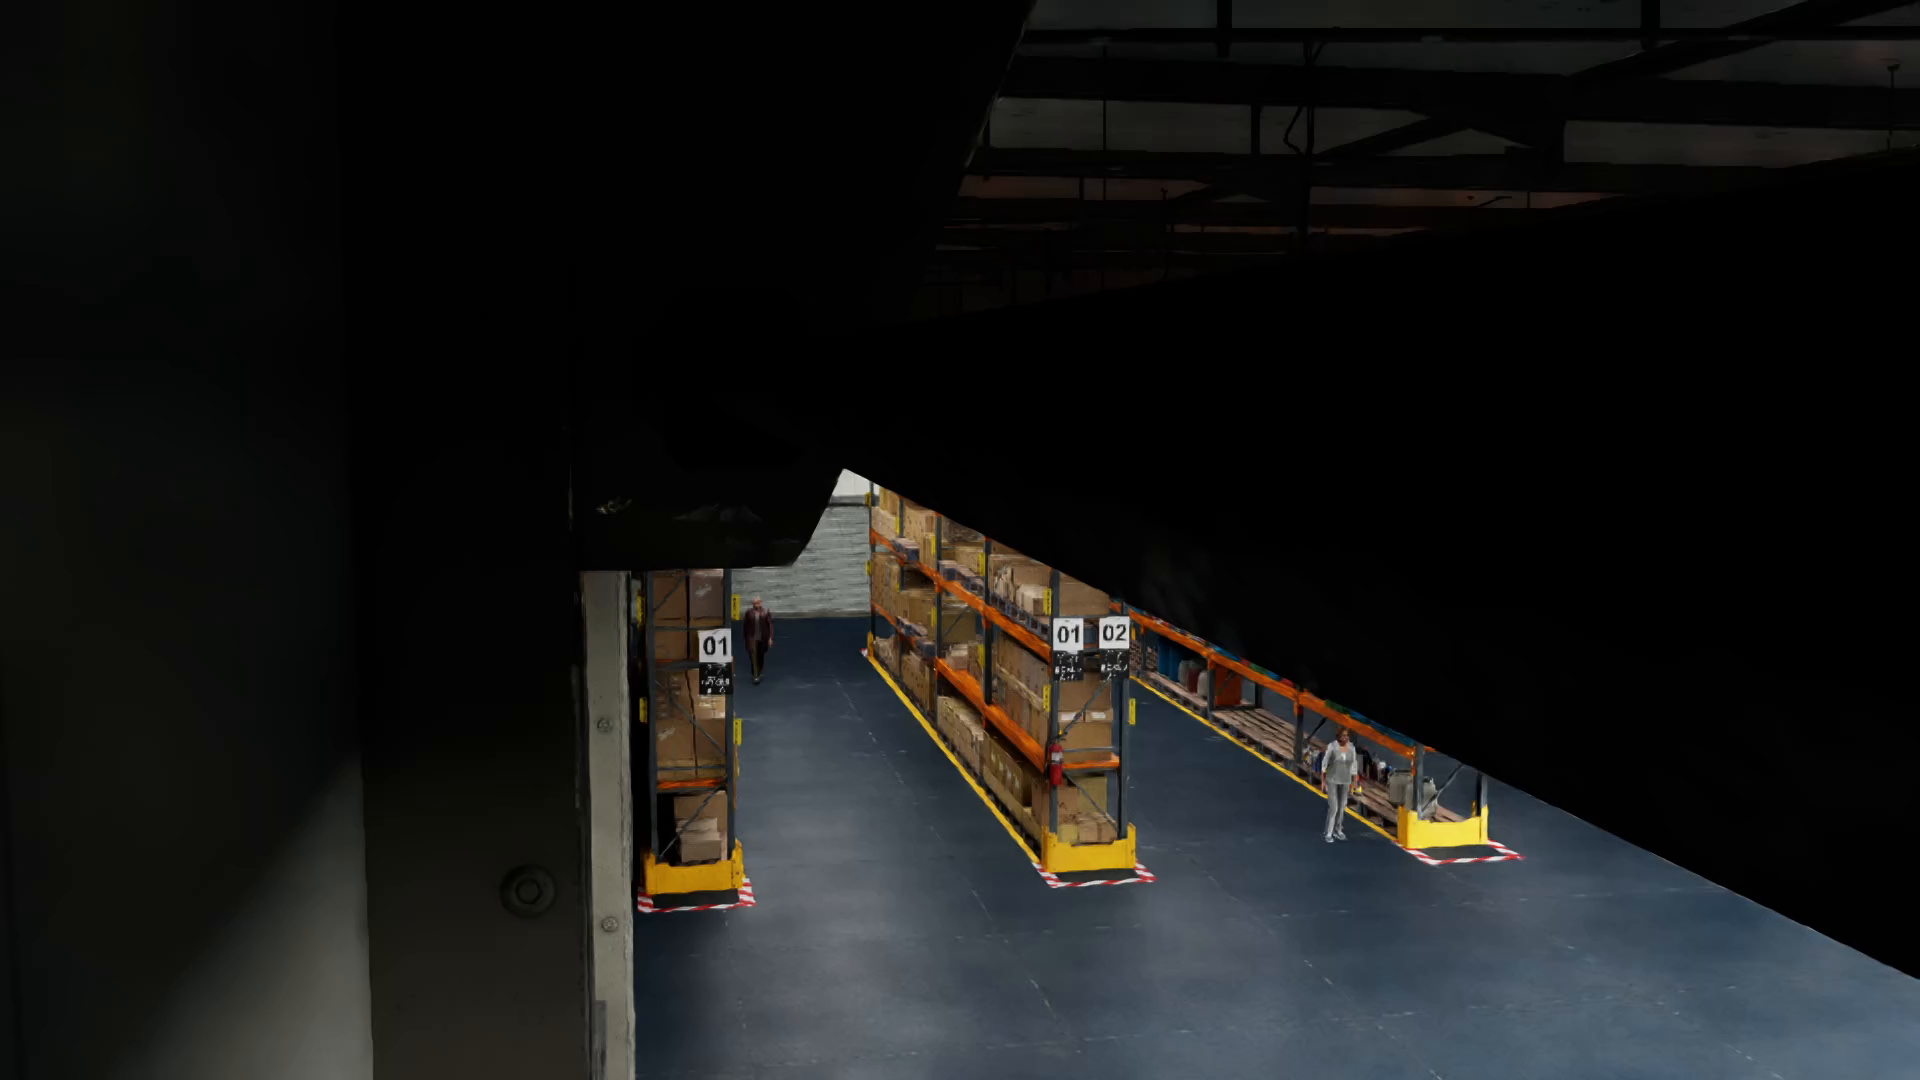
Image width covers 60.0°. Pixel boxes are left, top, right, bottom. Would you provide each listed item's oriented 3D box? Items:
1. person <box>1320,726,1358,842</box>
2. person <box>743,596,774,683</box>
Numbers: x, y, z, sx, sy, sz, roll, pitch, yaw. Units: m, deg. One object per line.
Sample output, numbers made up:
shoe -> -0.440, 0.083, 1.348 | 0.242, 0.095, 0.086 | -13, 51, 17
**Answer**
person -> 5.040, 3.228, 22.195 | 0.501, 1.577, 0.468 | -1, 6, -9
person -> -4.052, 1.976, 33.470 | 0.594, 1.725, 1.111 | -1, 6, -12
